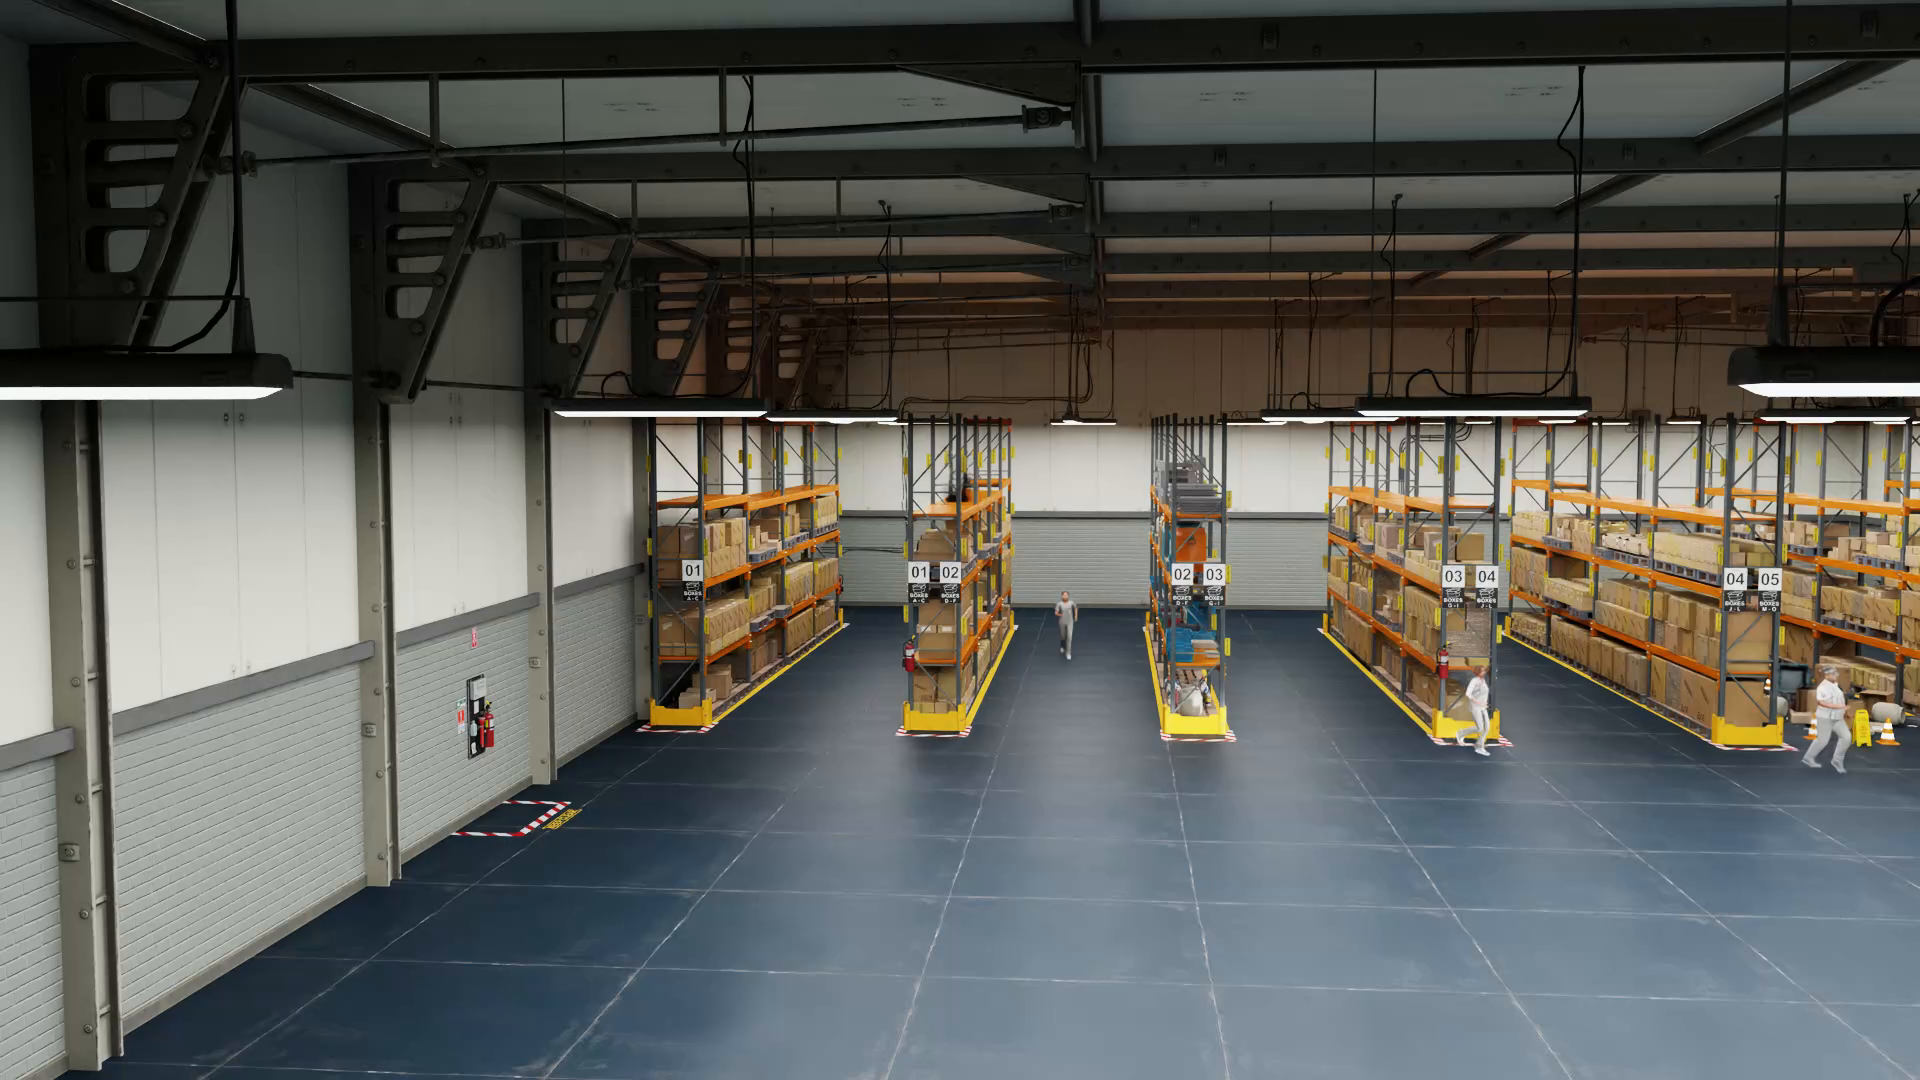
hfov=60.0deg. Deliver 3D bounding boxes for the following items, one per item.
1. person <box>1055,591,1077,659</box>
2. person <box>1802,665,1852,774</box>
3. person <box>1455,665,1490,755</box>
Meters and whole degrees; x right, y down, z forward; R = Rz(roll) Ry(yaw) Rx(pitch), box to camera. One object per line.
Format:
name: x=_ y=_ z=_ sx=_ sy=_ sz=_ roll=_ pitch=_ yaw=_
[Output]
person: x=2.644 y=2.093 z=41.451 sx=0.565 sy=1.649 sz=1.013 roll=0 pitch=4 yaw=0
person: x=14.489 y=2.989 z=27.736 sx=0.660 sy=1.842 sz=0.754 roll=-3 pitch=5 yaw=-33
person: x=9.056 y=2.978 z=29.288 sx=0.616 sy=1.589 sz=0.552 roll=4 pitch=5 yaw=43
